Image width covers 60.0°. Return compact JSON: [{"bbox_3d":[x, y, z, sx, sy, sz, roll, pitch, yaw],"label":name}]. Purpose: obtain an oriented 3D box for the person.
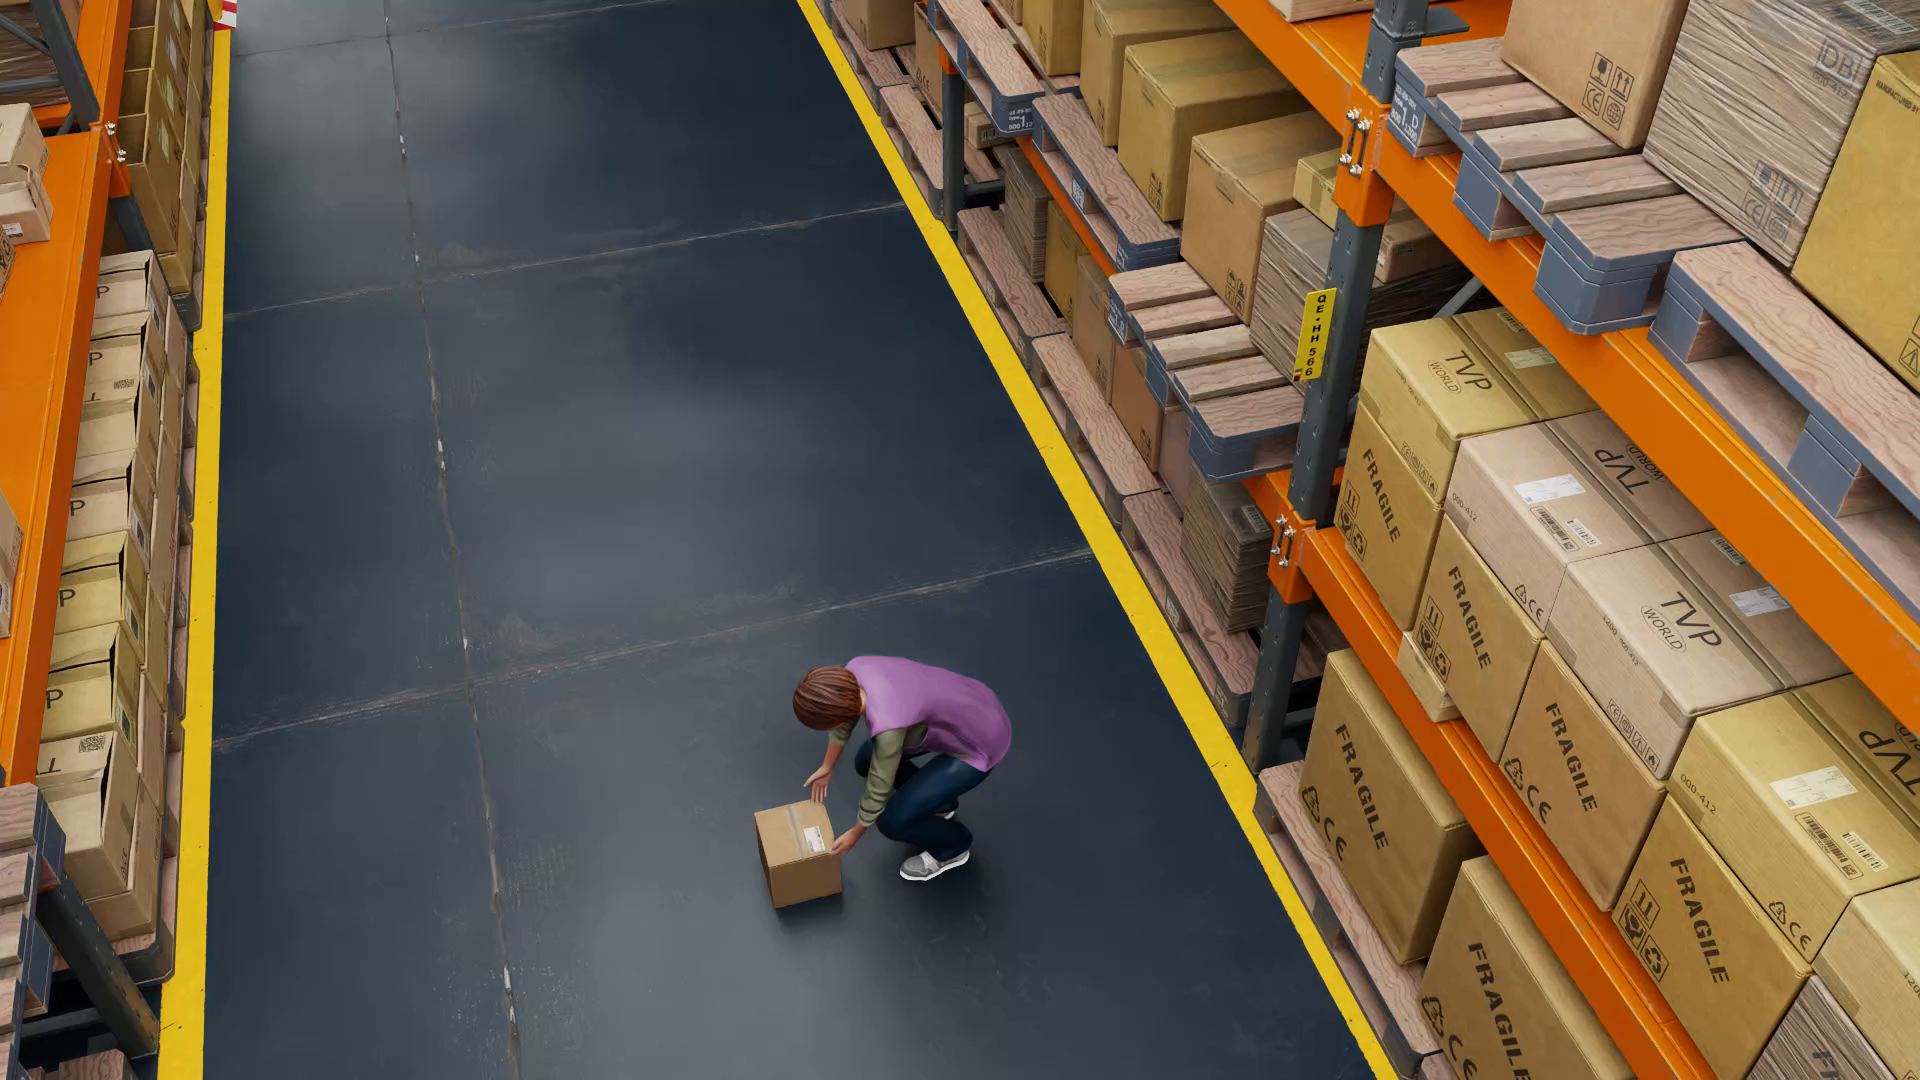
[{"bbox_3d":[-0.183,0.760,5.735,0.754,1.075,0.461,-12,44,-13],"label":"person"}]
